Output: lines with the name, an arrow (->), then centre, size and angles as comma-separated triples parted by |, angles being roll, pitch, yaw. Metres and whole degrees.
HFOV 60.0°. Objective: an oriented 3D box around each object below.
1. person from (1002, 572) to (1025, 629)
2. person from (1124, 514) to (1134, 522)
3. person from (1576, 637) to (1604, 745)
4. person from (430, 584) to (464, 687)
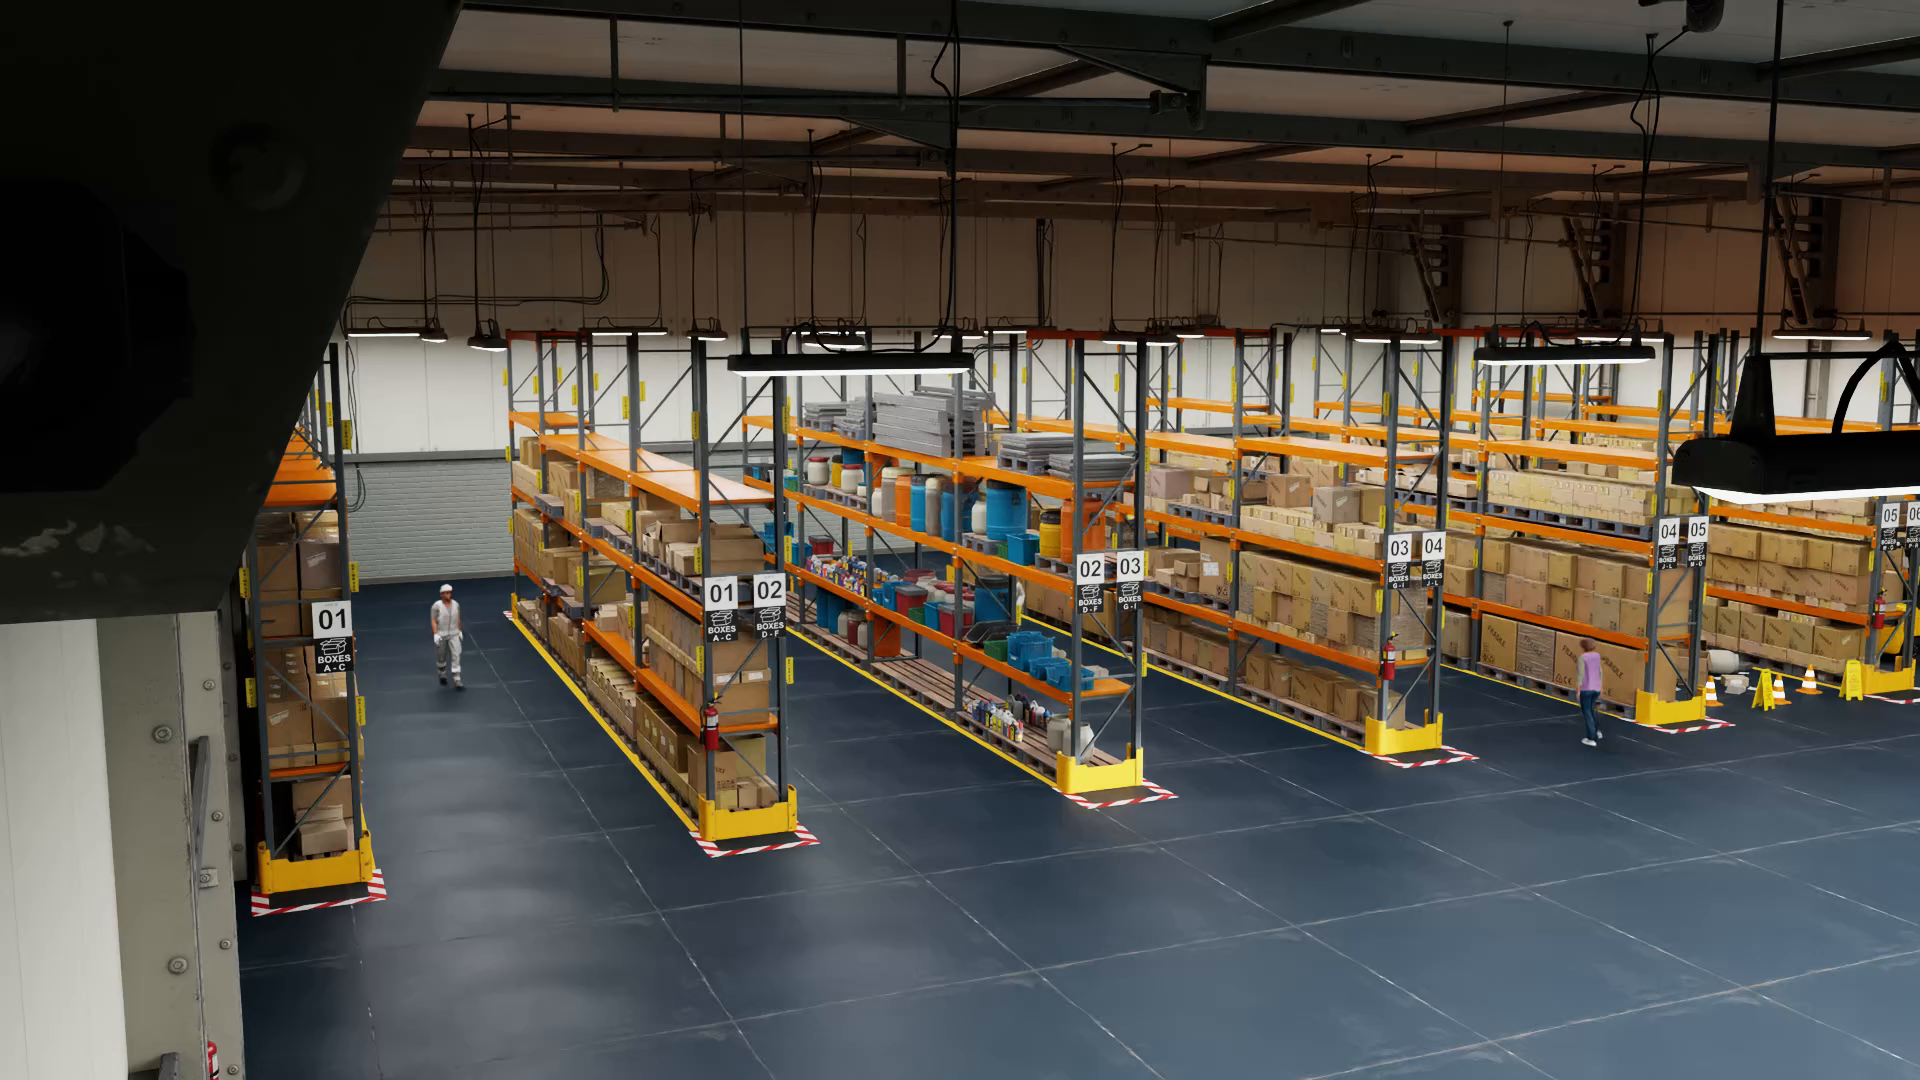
person -> 0.803, 1.330, 29.714 | 0.750, 1.671, 0.645 | -2, 8, -14
person -> 4.668, -0.570, 44.320 | 0.604, 1.697, 1.093 | 2, 8, 13
person -> 9.262, 2.216, 24.474 | 0.456, 1.586, 0.441 | -2, 8, -16
person -> -8.718, 1.618, 28.300 | 0.557, 1.731, 1.098 | -4, 9, -26
